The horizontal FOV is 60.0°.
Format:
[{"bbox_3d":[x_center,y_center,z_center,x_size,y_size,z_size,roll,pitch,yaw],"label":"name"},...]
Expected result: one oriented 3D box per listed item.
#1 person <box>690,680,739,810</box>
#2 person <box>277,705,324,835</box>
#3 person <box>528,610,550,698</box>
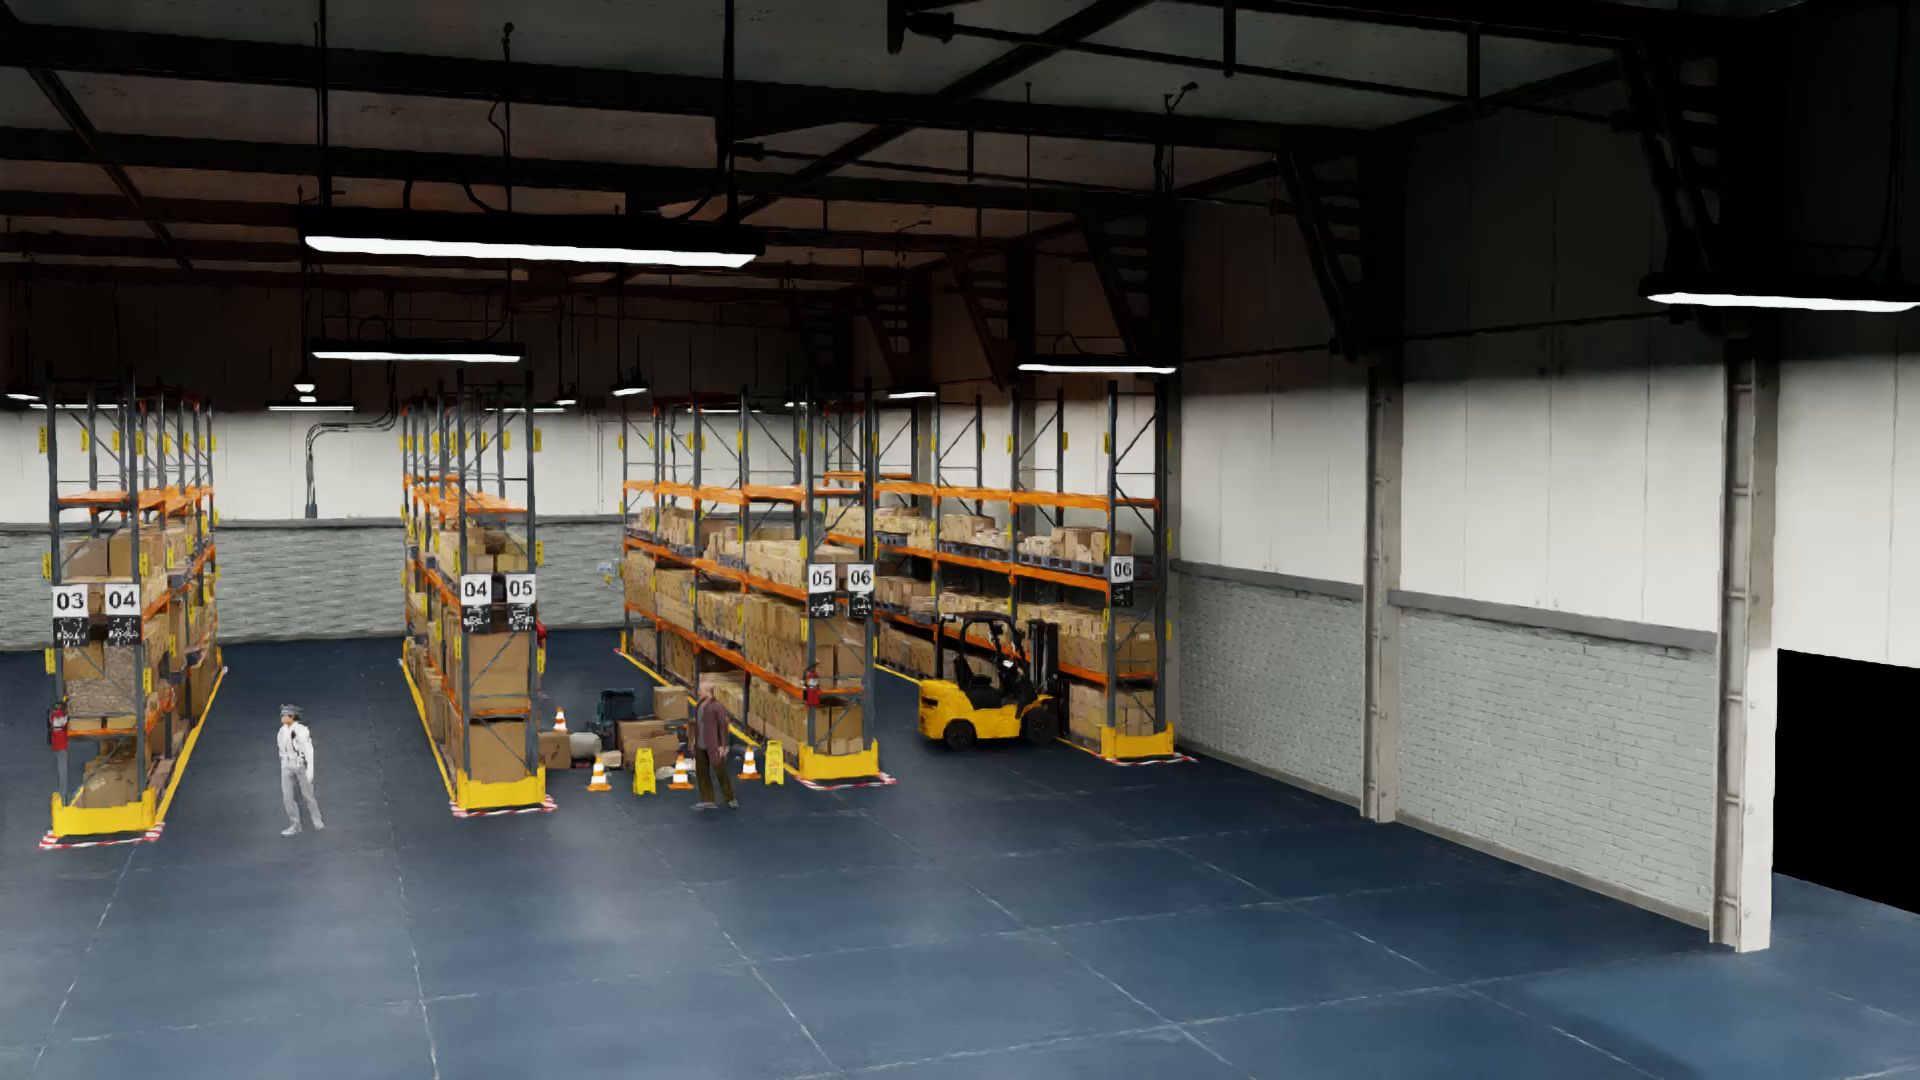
[{"bbox_3d":[-3.371,2.804,22.735,0.689,1.750,0.587,3,4,40],"label":"person"},{"bbox_3d":[-8.505,2.925,21.420,0.514,1.664,0.544,1,3,16],"label":"person"},{"bbox_3d":[-8.301,2.216,32.663,0.595,1.737,0.449,3,4,37],"label":"person"}]
